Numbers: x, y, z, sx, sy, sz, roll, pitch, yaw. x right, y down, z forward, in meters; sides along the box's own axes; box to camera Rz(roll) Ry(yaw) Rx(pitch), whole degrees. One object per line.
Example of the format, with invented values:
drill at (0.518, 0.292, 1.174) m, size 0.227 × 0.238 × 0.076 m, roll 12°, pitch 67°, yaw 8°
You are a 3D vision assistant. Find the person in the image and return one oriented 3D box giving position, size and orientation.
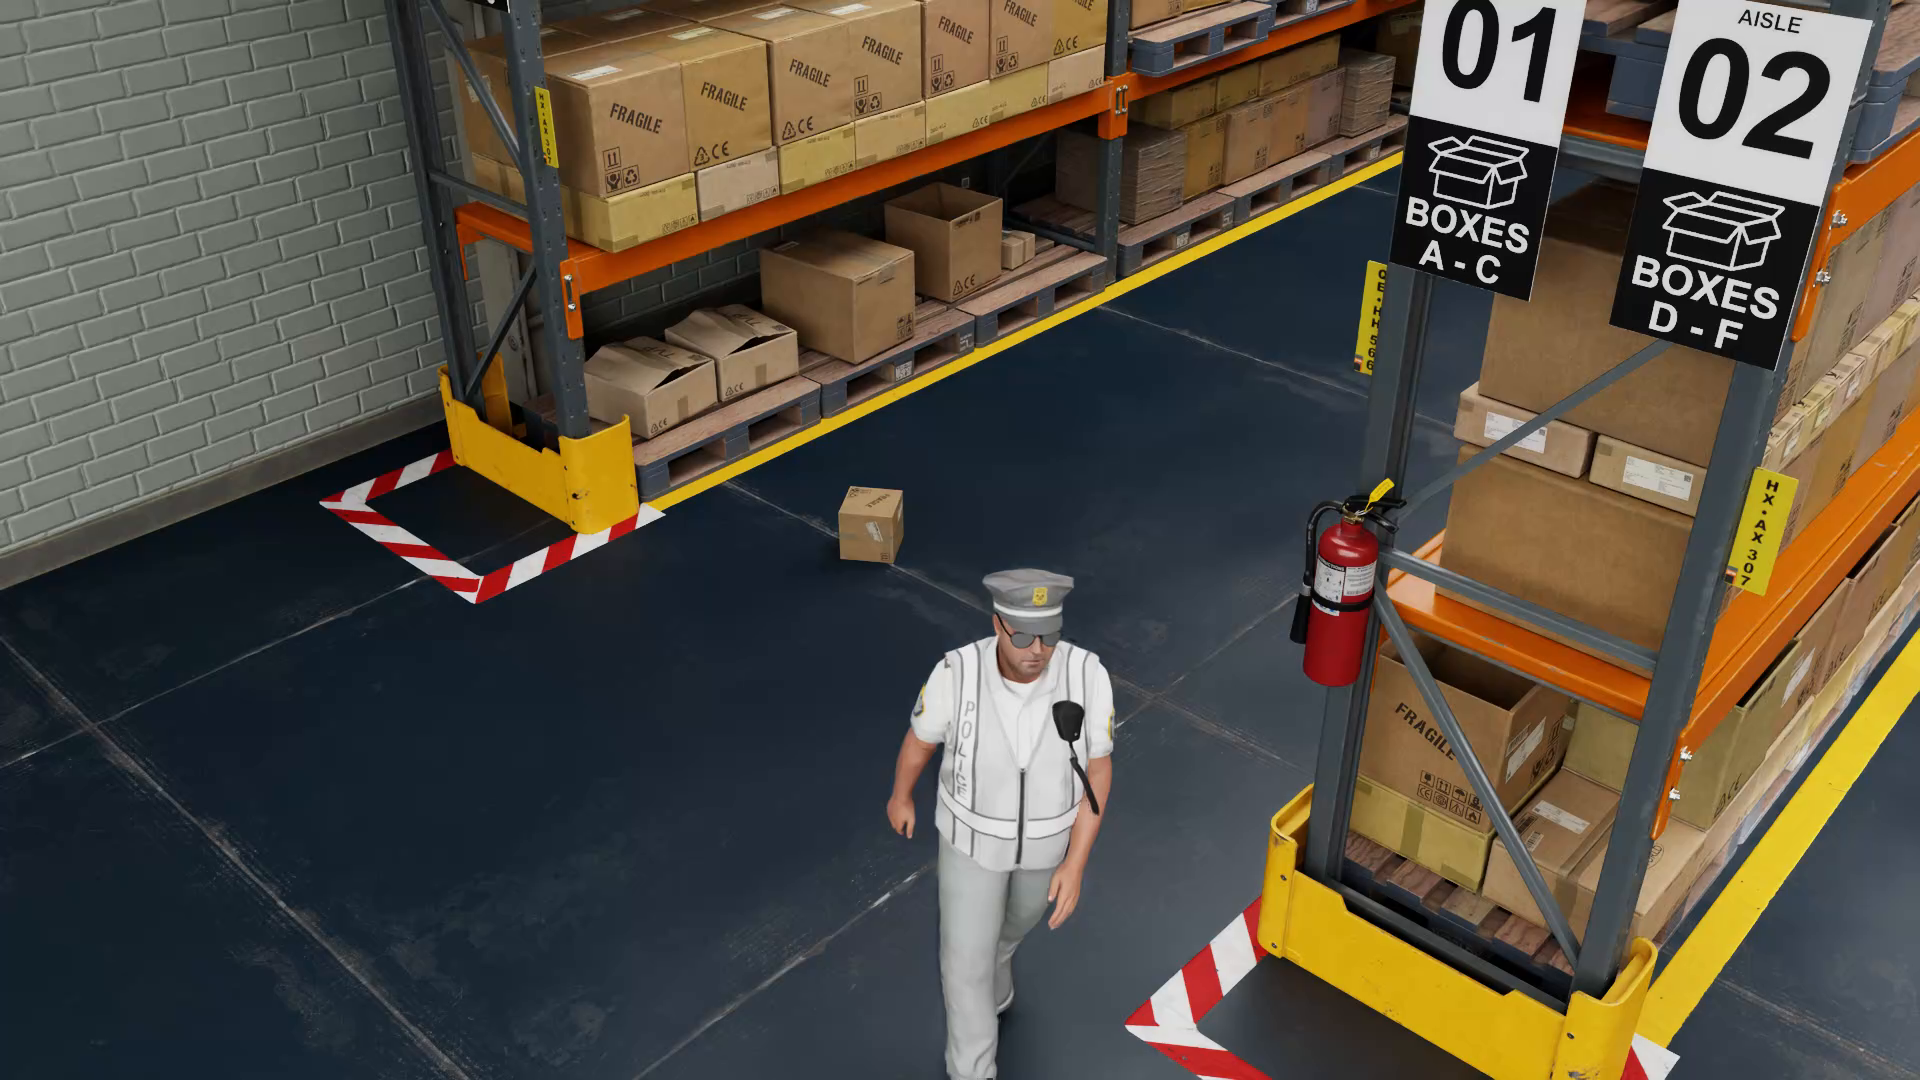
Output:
person at (0.123, 0.864, 4.650) m, size 0.625 × 1.725 × 0.981 m, roll -3°, pitch 31°, yaw -5°
